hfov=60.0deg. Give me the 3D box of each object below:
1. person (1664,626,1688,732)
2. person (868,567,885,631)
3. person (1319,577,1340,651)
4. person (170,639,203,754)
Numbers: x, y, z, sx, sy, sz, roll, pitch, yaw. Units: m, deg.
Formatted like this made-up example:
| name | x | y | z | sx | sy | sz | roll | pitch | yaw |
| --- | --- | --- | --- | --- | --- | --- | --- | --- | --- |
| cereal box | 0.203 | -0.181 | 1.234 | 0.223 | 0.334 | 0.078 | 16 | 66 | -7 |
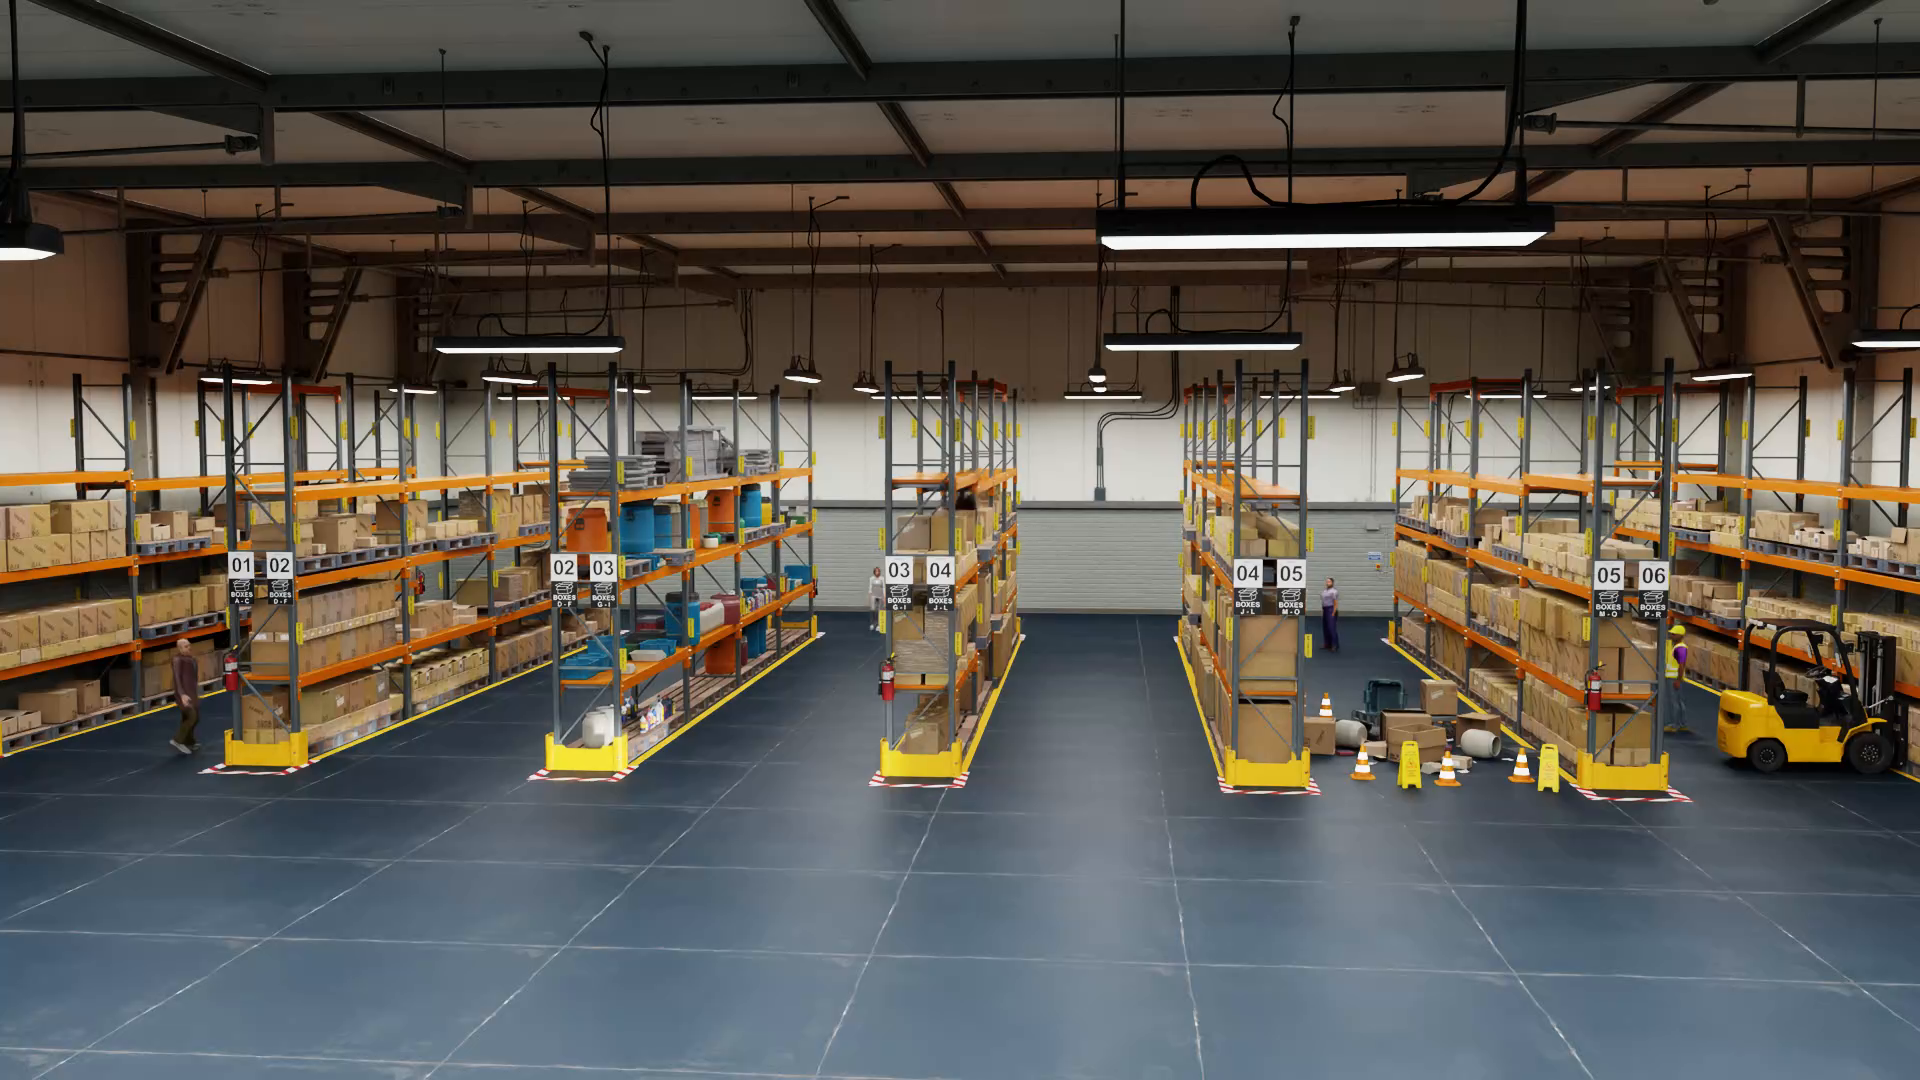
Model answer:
| name | x | y | z | sx | sy | sz | roll | pitch | yaw |
| --- | --- | --- | --- | --- | --- | --- | --- | --- | --- |
| person | 11.909 | 2.305 | 27.689 | 0.436 | 1.769 | 0.609 | 3 | 5 | 36 |
| person | -2.056 | 1.468 | 41.400 | 0.447 | 1.596 | 0.448 | 0 | 4 | -5 |
| person | 8.444 | 1.700 | 38.080 | 0.395 | 1.679 | 0.579 | 0 | 4 | -5 |
| person | -11.949 | 2.408 | 25.715 | 0.490 | 1.775 | 0.749 | -1 | 4 | -16 |
